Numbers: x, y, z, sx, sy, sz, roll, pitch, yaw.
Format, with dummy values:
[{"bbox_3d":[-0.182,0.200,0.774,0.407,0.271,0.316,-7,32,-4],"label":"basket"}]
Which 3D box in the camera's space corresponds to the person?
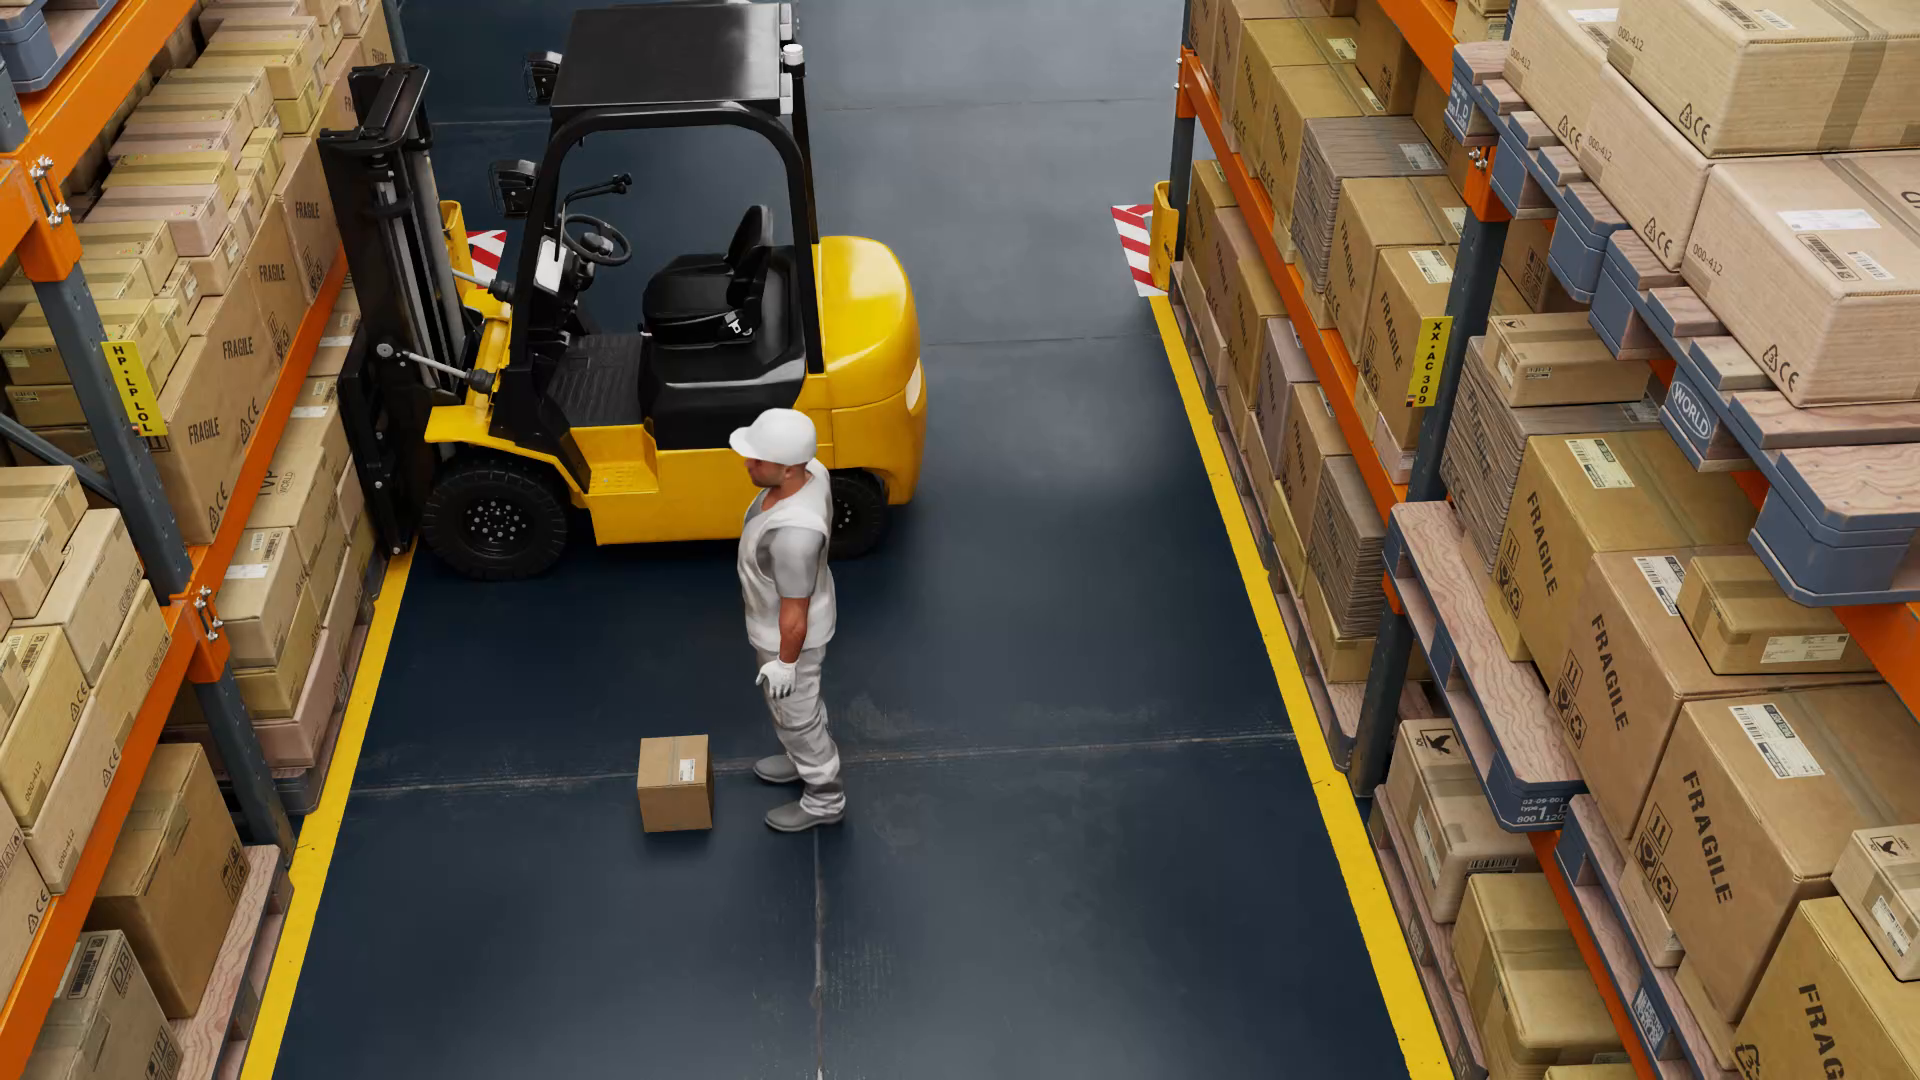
[{"bbox_3d":[-0.603,0.294,5.771,0.370,1.787,0.524,-2,39,-3],"label":"person"}]
